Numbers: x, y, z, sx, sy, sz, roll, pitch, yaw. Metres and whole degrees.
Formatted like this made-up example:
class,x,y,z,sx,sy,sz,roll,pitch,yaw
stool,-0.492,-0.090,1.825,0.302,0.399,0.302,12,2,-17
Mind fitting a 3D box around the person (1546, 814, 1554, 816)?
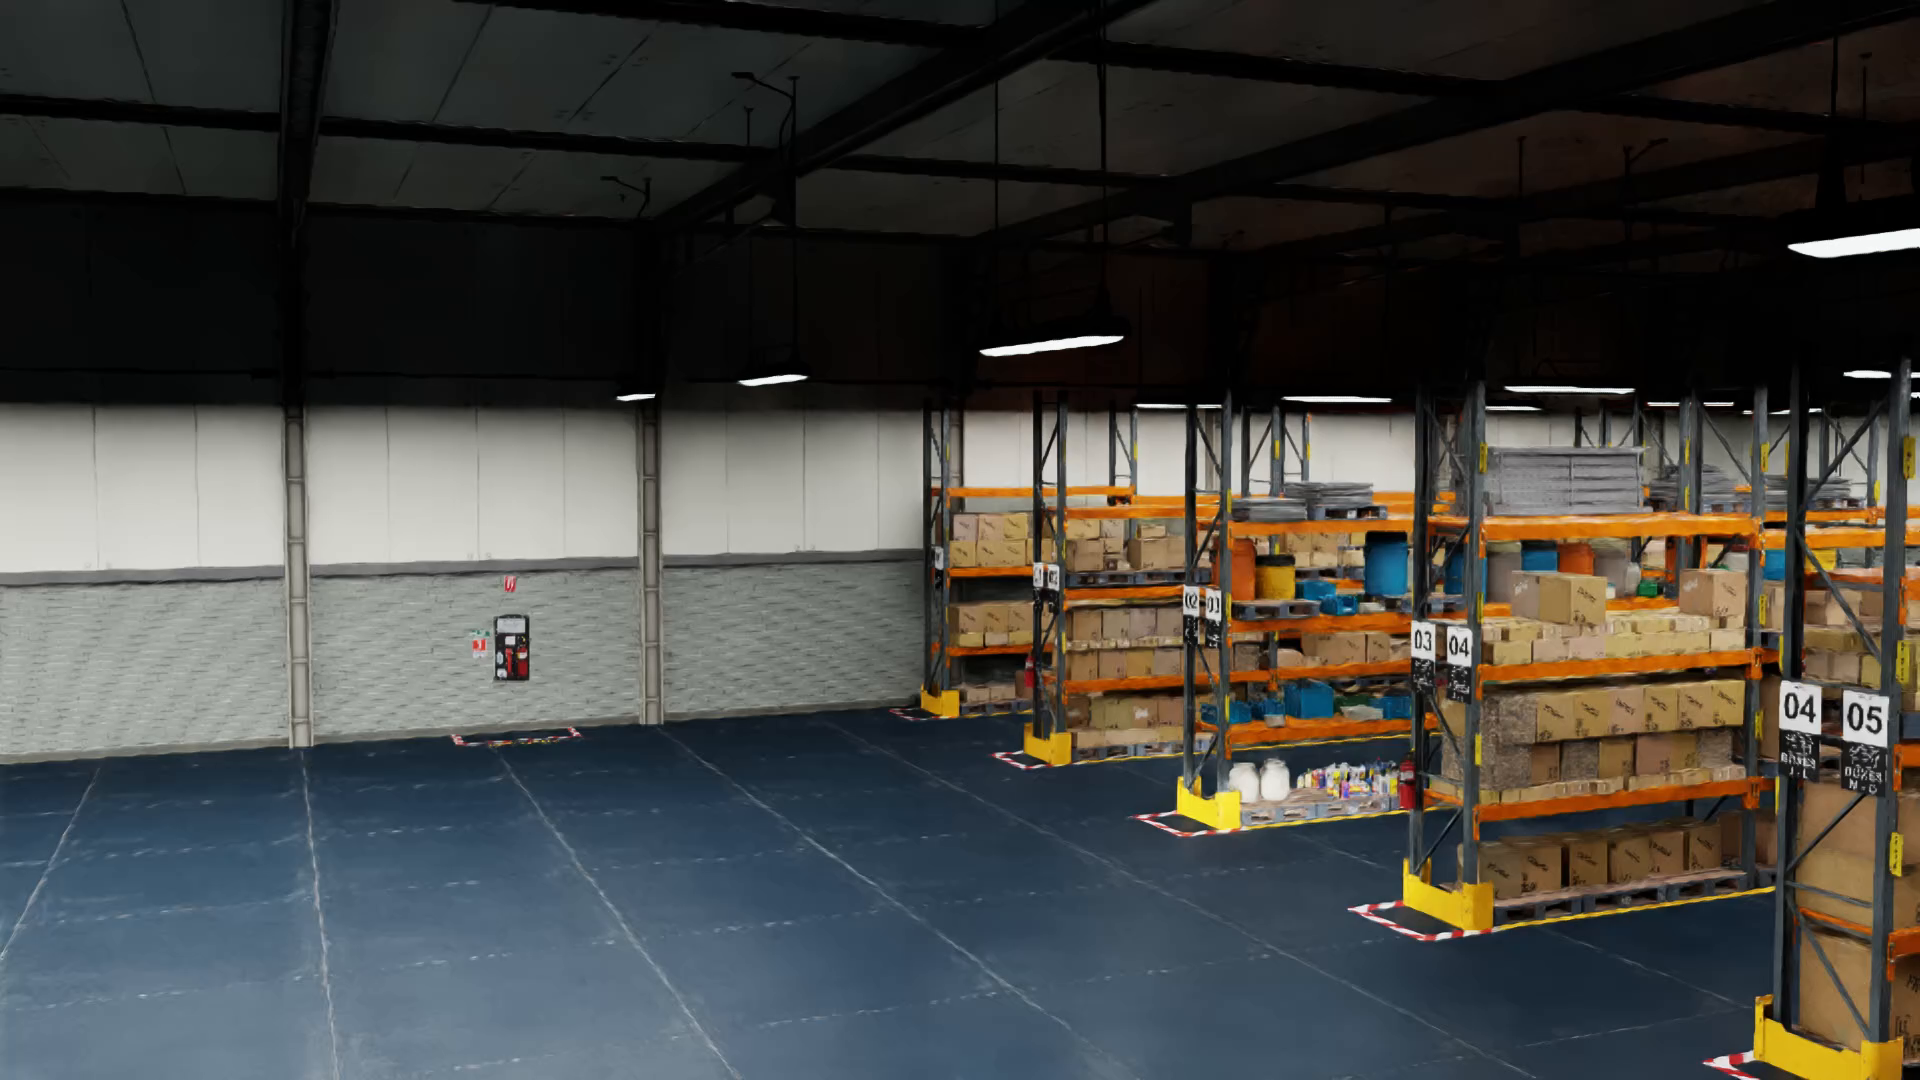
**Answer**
class,x,y,z,sx,sy,sz,roll,pitch,yaw
person,8.139,2.986,23.182,0.799,1.608,0.625,-3,5,-45
